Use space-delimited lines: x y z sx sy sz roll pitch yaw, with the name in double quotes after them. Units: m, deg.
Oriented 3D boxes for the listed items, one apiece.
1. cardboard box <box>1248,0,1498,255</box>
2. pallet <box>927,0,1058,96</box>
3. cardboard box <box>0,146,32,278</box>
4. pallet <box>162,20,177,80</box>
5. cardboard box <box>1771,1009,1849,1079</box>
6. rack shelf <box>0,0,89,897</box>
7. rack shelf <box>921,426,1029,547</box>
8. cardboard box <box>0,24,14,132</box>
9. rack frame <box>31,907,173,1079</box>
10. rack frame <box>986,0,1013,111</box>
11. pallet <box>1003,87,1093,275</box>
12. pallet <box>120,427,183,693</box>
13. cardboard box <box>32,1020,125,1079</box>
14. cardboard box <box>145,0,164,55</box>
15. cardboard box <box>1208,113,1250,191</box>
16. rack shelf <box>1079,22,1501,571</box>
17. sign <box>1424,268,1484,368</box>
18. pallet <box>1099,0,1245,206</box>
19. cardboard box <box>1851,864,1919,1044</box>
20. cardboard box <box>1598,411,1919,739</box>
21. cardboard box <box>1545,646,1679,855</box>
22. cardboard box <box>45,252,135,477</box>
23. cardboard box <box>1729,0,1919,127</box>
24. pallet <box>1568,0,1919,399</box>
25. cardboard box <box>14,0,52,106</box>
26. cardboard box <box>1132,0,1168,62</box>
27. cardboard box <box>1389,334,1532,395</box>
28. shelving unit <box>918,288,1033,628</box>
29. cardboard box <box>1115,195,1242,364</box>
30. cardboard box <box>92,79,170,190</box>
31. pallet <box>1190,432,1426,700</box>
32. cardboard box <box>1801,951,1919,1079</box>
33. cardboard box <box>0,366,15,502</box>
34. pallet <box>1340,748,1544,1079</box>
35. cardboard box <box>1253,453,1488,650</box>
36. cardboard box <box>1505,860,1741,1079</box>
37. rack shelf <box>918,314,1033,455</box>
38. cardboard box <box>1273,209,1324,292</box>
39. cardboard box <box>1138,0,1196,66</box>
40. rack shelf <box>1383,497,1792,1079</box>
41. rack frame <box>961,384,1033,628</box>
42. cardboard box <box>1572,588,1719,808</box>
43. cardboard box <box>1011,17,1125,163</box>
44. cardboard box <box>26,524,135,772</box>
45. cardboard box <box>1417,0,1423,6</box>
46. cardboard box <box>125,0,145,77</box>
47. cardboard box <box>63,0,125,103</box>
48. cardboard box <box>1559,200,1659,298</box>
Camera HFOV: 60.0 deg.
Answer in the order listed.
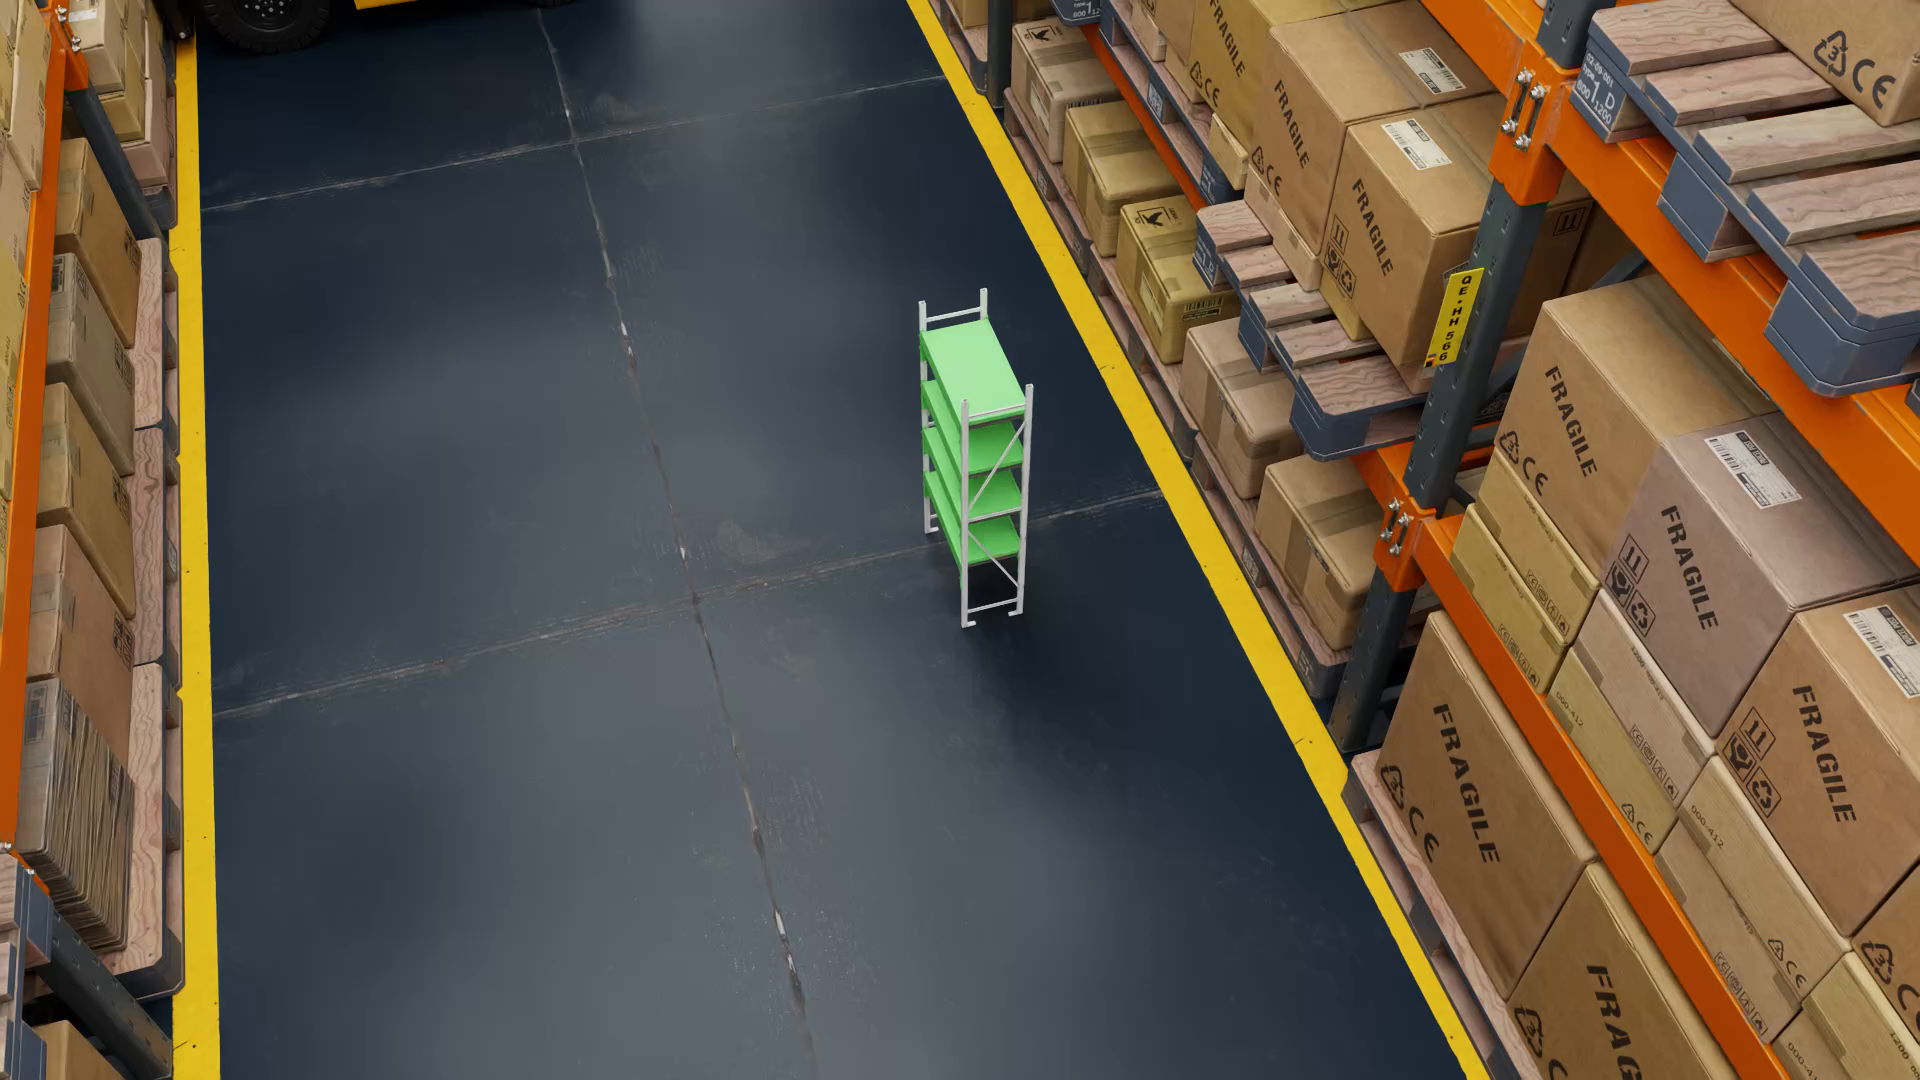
1.249 -1.269 5.113 0.500 0.500 0.500 -14 51 -12 "cardboard box"
0.397 -2.867 8.818 1.003 0.211 1.213 -13 51 -11 "pallet"
-3.441 -1.065 5.574 0.500 0.250 0.500 -13 51 -11 "cardboard box"
-4.671 -2.742 8.713 1.003 0.211 1.213 -13 51 -11 "pallet"
2.184 1.216 3.650 0.500 0.250 0.500 -13 51 -11 "cardboard box"
-3.520 -0.465 5.441 1.077 0.370 4.000 -13 51 -11 "rack shelf"
0.049 -0.225 6.028 0.258 0.148 0.480 -13 51 -11 "rack shelf"
-3.563 -1.596 5.694 0.500 0.250 0.500 -15 51 -12 "cardboard box"
-2.928 0.764 3.934 1.000 3.000 0.127 -13 51 -11 "rack frame"
0.629 -3.283 7.345 1.000 3.000 0.127 -13 51 -11 "rack frame"
0.861 -1.816 7.932 1.003 0.211 1.213 -13 51 -11 "pallet"
-3.492 0.163 6.264 1.003 0.211 1.213 -13 51 -11 "pallet"
-2.598 1.694 4.510 0.500 0.500 0.500 -12 51 -10 "cardboard box"
-4.270 -2.574 8.272 0.500 0.250 0.500 -13 51 -10 "cardboard box"
1.063 -1.339 5.596 0.380 0.149 0.250 -13 51 -10 "cardboard box"
1.221 -1.590 6.389 1.077 0.370 4.000 -13 51 -11 "rack shelf"
1.297 -0.580 4.361 0.100 0.325 0.005 -13 51 -11 "sign"
1.188 -1.736 6.167 1.003 0.211 1.213 -13 51 -11 "pallet"
2.165 0.810 3.175 0.500 0.500 0.500 -13 51 -10 "cardboard box"
1.880 0.060 3.808 0.500 0.500 0.500 -13 51 -11 "cardboard box"
1.885 0.472 4.278 0.500 0.250 0.500 -15 51 -12 "cardboard box"
-3.724 -0.581 6.346 0.875 0.625 0.625 -14 51 -11 "cardboard box"
2.068 -1.256 3.332 0.797 0.503 0.637 -16 52 -13 "cardboard box"
2.053 -0.809 3.422 1.213 0.211 1.003 -11 51 -9 "pallet"
-3.712 -1.801 6.194 0.500 0.250 0.500 -12 51 -10 "cardboard box"
0.850 -1.904 6.073 0.380 0.149 0.250 -12 51 -10 "cardboard box"
1.491 -0.602 4.975 0.380 0.149 0.250 -12 51 -10 "cardboard box"
0.049 -0.266 5.979 0.258 1.200 0.503 -13 51 -11 "shelving unit"
1.210 -1.157 6.997 0.950 0.372 0.625 -12 51 -10 "cardboard box"
-3.938 -1.835 7.649 0.500 0.250 0.500 -13 51 -11 "cardboard box"
1.583 -0.034 6.430 1.003 0.211 1.213 -13 51 -11 "pallet"
2.151 1.070 3.447 0.500 0.250 0.500 -13 51 -10 "cardboard box"
-3.129 -0.311 4.938 0.500 0.250 0.500 -15 51 -12 "cardboard box"
1.973 1.130 5.449 1.003 0.211 1.213 -13 51 -11 "pallet"
1.655 -0.065 6.076 0.950 0.372 0.625 -16 52 -13 "cardboard box"
2.197 1.364 4.543 0.875 0.875 0.875 -13 51 -11 "cardboard box"
0.049 -0.534 5.661 0.258 0.148 0.480 -13 51 -11 "rack shelf"
1.225 -0.955 5.273 0.380 0.149 0.250 -14 51 -11 "cardboard box"
0.938 -2.036 5.760 0.500 0.500 0.500 -15 52 -12 "cardboard box"
2.404 1.331 3.926 1.077 0.370 4.000 -13 51 -11 "rack shelf"
0.121 -0.088 5.829 0.240 1.200 0.015 -13 51 -11 "rack frame"
1.878 0.329 4.071 0.500 0.250 0.500 -12 51 -10 "cardboard box"
0.787 -2.189 7.867 0.950 0.372 0.625 -13 51 -11 "cardboard box"
-3.300 0.459 5.469 0.875 0.625 0.625 -12 51 -10 "cardboard box"
1.576 -1.771 5.536 0.500 0.500 0.500 -13 51 -10 "cardboard box"
-4.110 -2.359 7.763 0.500 0.250 0.500 -14 51 -11 "cardboard box"
-3.954 -2.154 7.263 0.500 0.250 0.500 -14 51 -12 "cardboard box"
1.900 -1.006 4.891 0.500 0.500 0.500 -15 51 -12 "cardboard box"
